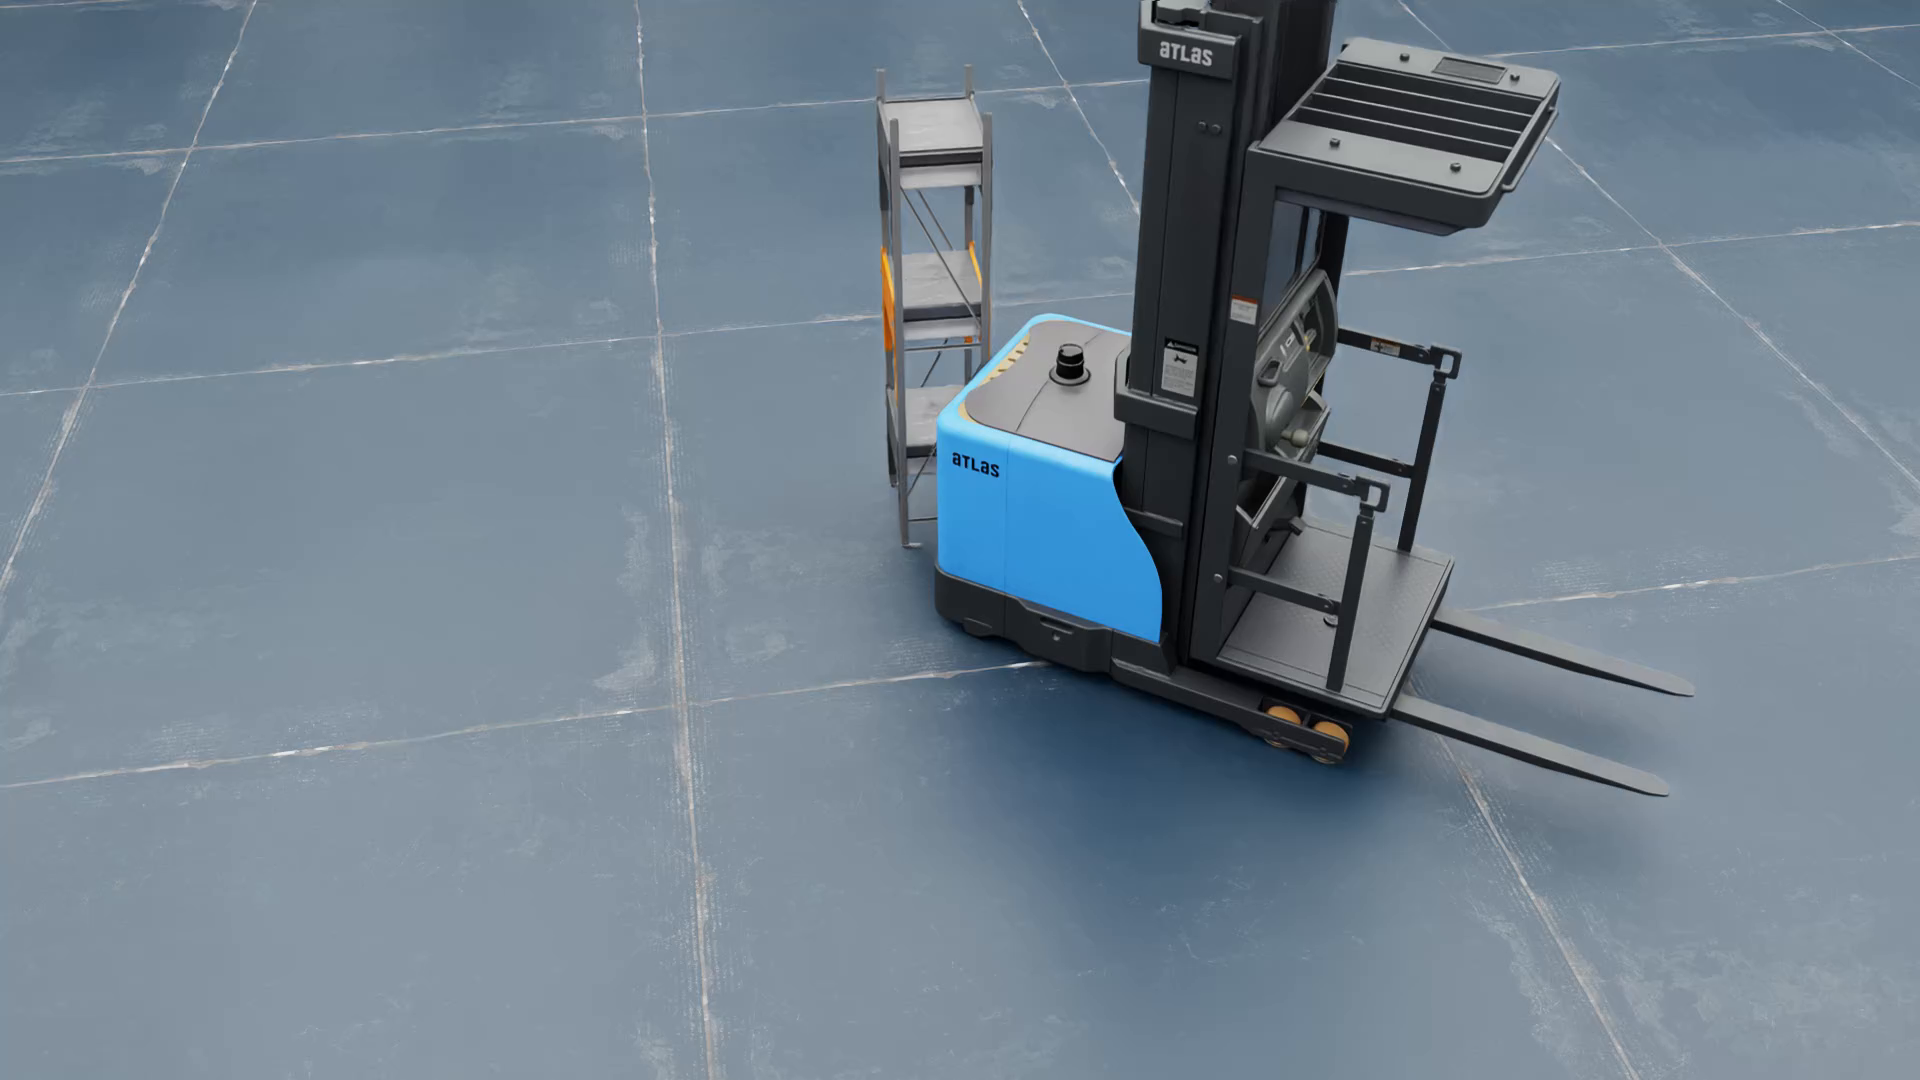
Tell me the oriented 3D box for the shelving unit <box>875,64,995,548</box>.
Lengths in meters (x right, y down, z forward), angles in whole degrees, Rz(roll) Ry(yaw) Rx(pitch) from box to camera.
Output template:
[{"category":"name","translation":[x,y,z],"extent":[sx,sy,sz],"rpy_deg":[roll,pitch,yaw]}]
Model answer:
[{"category":"shelving unit","translation":[-0.109,-0.962,7.276],"extent":[0.431,2.100,0.503],"rpy_deg":[-5,38,-6]}]

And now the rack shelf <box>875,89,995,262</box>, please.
[{"category":"rack shelf","translation":[-0.109,-1.504,6.855],"extent":[0.431,0.518,0.480],"rpy_deg":[-5,38,-6]}]

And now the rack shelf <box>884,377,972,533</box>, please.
[{"category":"rack shelf","translation":[-0.109,-0.398,7.714],"extent":[0.431,0.518,0.480],"rpy_deg":[-5,38,-6]}]

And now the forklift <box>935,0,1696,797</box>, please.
[{"category":"forklift","translation":[1.439,-0.644,6.190],"extent":[3.031,2.935,1.130],"rpy_deg":[18,41,21]}]

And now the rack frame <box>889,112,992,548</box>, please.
[{"category":"rack frame","translation":[-0.074,-0.813,7.086],"extent":[0.400,2.100,0.015],"rpy_deg":[-5,38,-6]}]

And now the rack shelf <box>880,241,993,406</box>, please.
[{"category":"rack shelf","translation":[-0.109,-0.951,7.285],"extent":[0.431,0.518,0.480],"rpy_deg":[-5,38,-6]}]

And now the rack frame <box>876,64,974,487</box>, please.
[{"category":"rack frame","translation":[-0.143,-1.110,7.467],"extent":[0.400,2.100,0.015],"rpy_deg":[-5,38,-6]}]
